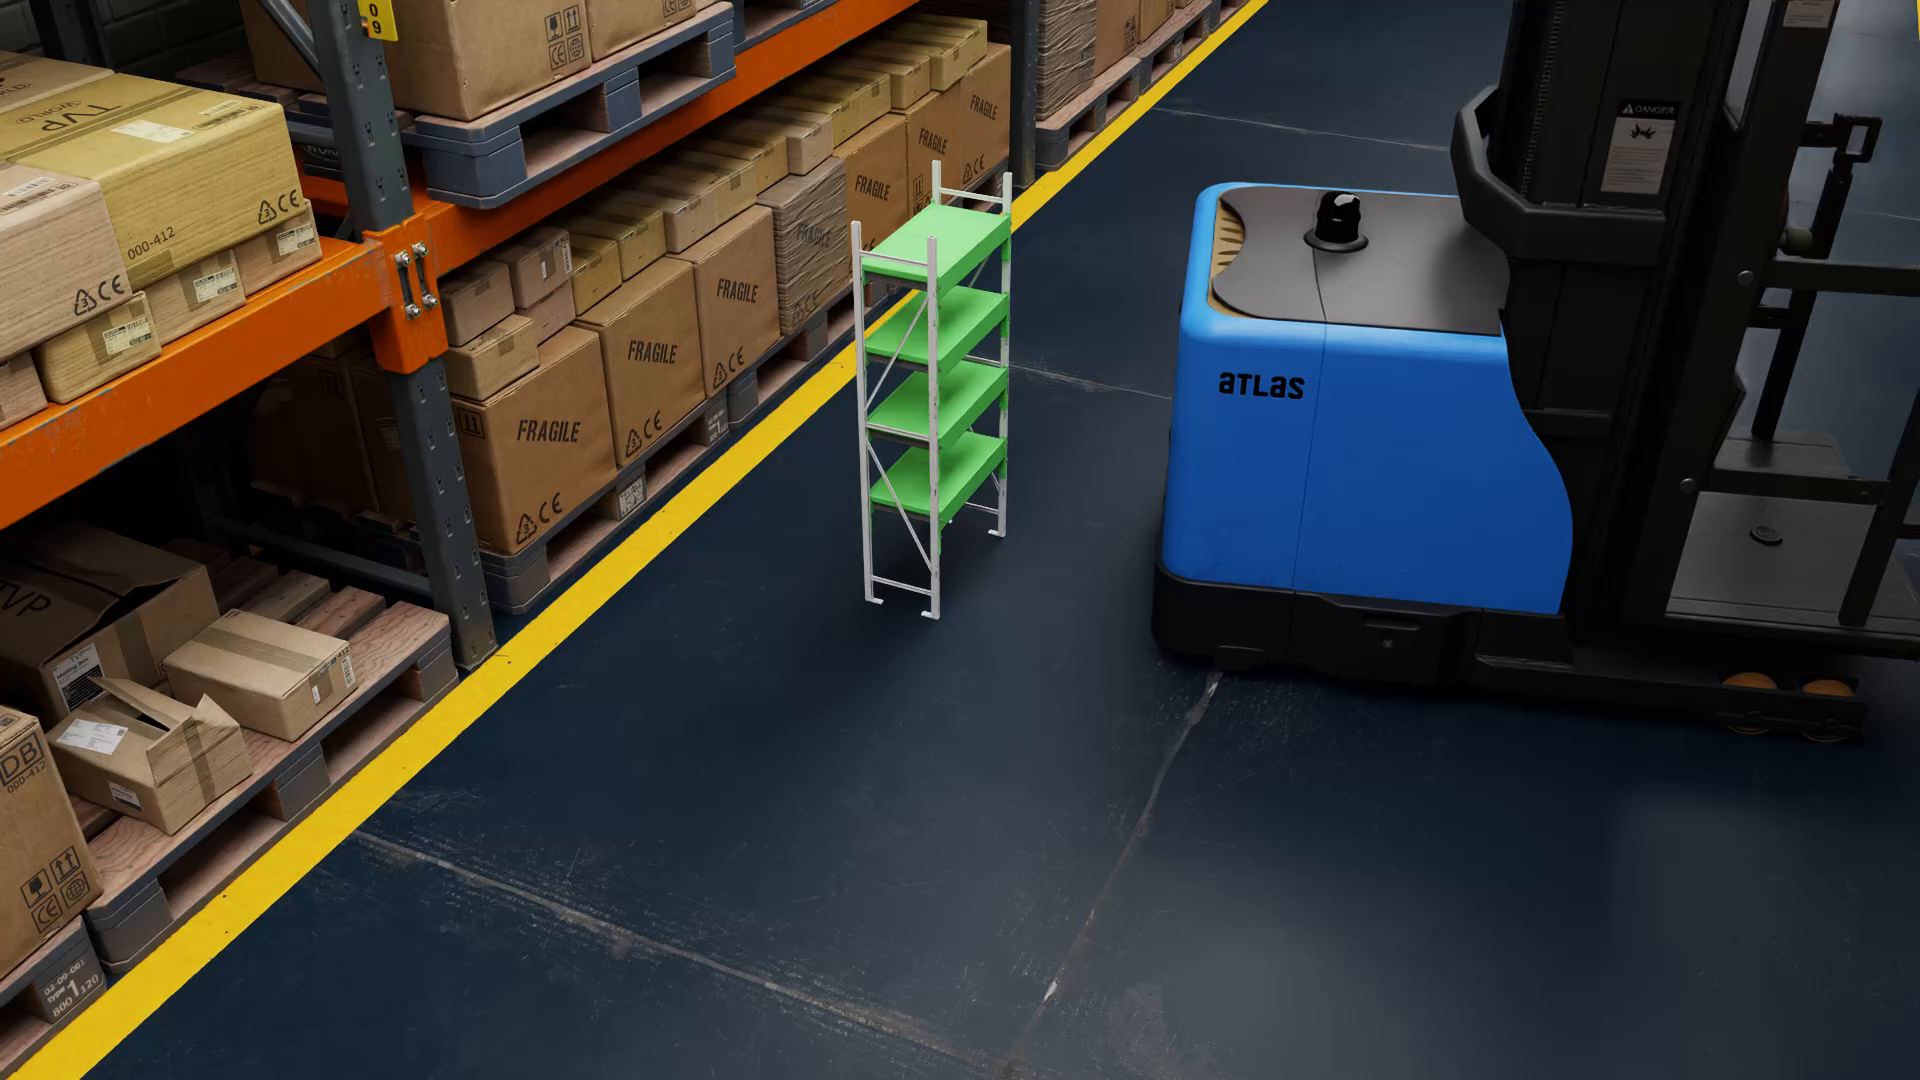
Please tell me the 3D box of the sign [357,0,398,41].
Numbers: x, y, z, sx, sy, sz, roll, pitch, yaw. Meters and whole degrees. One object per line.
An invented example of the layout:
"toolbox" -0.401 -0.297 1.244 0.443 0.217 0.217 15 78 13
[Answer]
"sign" -1.306 -1.265 3.654 0.100 0.325 0.005 14 36 20

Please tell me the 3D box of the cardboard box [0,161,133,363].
"cardboard box" -1.990 -0.523 3.177 0.500 0.250 0.500 14 36 21

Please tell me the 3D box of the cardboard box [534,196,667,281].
"cardboard box" -1.165 -0.969 5.297 0.380 0.149 0.250 14 36 20

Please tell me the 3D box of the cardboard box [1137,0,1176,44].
"cardboard box" 0.692 -3.168 9.129 0.875 0.625 0.625 13 35 19

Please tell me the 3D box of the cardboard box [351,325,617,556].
"cardboard box" -1.395 -0.343 4.935 0.500 0.500 0.500 16 36 23

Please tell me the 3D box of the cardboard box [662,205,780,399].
"cardboard box" -0.969 -0.858 5.720 0.500 0.500 0.500 13 35 19

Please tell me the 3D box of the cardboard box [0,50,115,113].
"cardboard box" -2.255 -0.901 3.753 0.500 0.250 0.500 14 36 20

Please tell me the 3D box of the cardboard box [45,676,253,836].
"cardboard box" -1.918 0.467 3.913 0.396 0.266 0.258 15 36 22

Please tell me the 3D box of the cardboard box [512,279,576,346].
"cardboard box" -1.365 -0.698 4.885 0.380 0.149 0.250 13 35 19

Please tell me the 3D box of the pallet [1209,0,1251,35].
"pallet" 1.272 -3.466 10.343 1.003 0.211 1.213 14 36 20

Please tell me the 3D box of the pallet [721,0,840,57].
"pallet" -0.938 -1.966 5.688 1.003 0.211 1.213 14 36 20

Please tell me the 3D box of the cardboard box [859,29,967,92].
"cardboard box" -0.191 -1.970 6.824 0.380 0.149 0.250 12 35 18

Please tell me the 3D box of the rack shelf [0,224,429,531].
"rack shelf" -2.639 0.273 2.754 1.077 0.370 4.000 14 36 20

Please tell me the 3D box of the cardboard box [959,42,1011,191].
"cardboard box" -0.110 -1.886 7.288 0.500 0.500 0.500 15 36 22

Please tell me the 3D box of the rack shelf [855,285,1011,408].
"rack shelf" -0.069 -0.567 4.699 0.258 0.148 0.480 14 36 20

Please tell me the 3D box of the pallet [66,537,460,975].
"pallet" -2.090 0.484 4.319 1.003 0.211 1.213 14 36 20

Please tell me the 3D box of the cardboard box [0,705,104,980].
"cardboard box" -2.306 0.622 3.463 0.700 0.500 0.500 13 35 19

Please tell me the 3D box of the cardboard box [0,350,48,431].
"cardboard box" -2.016 -0.308 3.213 0.380 0.149 0.250 15 36 22

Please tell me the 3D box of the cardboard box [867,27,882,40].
"cardboard box" -0.560 -2.001 7.462 0.500 0.500 0.500 16 36 22

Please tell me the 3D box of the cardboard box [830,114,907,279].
"cardboard box" -0.546 -1.378 6.513 0.500 0.500 0.500 16 36 23

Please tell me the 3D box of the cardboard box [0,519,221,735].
"cardboard box" -2.293 0.200 4.279 0.500 0.311 0.500 15 36 22

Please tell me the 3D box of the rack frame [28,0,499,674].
"rack frame" -1.802 -1.024 4.076 1.000 3.000 0.127 14 36 20

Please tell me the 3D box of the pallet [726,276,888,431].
"pallet" -0.987 -0.881 6.401 1.003 0.211 1.213 14 36 20

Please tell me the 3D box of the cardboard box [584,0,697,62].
"cardboard box" -1.180 -1.689 4.616 0.700 0.500 0.500 15 36 21

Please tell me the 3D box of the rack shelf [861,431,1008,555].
"rack shelf" -0.069 -0.165 4.962 0.258 0.148 0.480 14 36 20

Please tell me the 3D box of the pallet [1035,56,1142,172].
"pallet" 0.251 -2.251 8.490 1.003 0.211 1.213 14 36 20

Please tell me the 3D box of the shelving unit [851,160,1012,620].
"shelving unit" -0.069 -0.419 4.795 0.258 1.200 0.503 14 36 20

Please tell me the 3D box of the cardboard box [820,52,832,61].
"cardboard box" -0.765 -2.103 7.027 0.380 0.149 0.250 15 36 22

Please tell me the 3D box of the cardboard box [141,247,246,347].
"cardboard box" -1.795 -0.567 3.609 0.380 0.149 0.250 15 36 22

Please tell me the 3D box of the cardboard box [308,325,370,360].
"cardboard box" -1.910 -0.675 4.848 0.380 0.149 0.250 13 35 19

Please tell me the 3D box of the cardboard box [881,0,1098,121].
"cardboard box" 0.145 -2.506 8.119 0.875 0.625 0.625 15 36 22

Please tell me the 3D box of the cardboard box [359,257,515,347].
"cardboard box" -1.465 -0.681 4.587 0.380 0.149 0.250 14 36 20

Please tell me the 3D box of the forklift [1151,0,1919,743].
"forklift" 2.107 -1.002 4.106 3.031 2.935 1.130 5 34 8

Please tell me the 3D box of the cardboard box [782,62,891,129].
"cardboard box" -0.493 -1.728 6.455 0.380 0.149 0.250 15 36 22

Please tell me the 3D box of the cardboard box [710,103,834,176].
"cardboard box" -0.685 -1.459 6.045 0.380 0.149 0.250 12 35 18

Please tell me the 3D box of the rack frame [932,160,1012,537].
"rack frame" 0.033 -0.541 4.981 0.240 1.200 0.015 14 36 20

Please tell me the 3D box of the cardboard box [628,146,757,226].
"cardboard box" -0.921 -1.208 5.661 0.380 0.149 0.250 15 36 22
